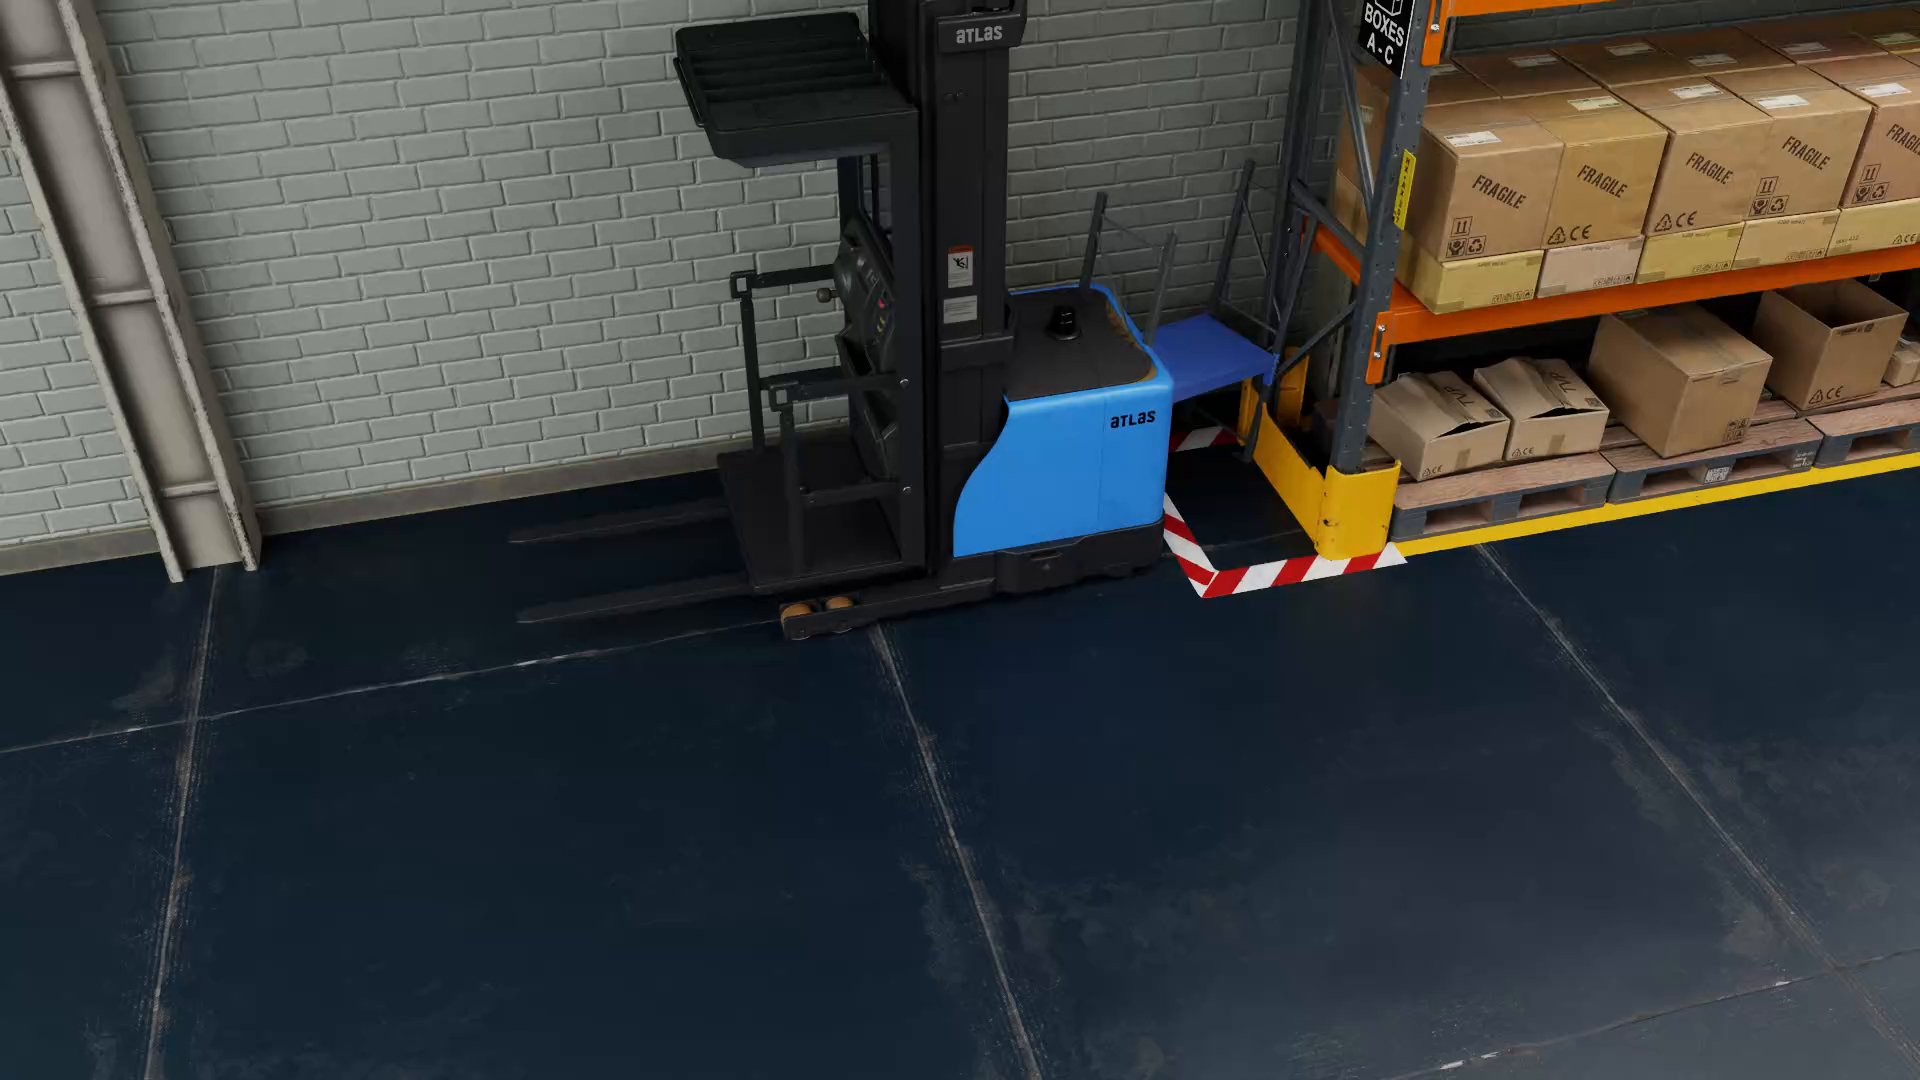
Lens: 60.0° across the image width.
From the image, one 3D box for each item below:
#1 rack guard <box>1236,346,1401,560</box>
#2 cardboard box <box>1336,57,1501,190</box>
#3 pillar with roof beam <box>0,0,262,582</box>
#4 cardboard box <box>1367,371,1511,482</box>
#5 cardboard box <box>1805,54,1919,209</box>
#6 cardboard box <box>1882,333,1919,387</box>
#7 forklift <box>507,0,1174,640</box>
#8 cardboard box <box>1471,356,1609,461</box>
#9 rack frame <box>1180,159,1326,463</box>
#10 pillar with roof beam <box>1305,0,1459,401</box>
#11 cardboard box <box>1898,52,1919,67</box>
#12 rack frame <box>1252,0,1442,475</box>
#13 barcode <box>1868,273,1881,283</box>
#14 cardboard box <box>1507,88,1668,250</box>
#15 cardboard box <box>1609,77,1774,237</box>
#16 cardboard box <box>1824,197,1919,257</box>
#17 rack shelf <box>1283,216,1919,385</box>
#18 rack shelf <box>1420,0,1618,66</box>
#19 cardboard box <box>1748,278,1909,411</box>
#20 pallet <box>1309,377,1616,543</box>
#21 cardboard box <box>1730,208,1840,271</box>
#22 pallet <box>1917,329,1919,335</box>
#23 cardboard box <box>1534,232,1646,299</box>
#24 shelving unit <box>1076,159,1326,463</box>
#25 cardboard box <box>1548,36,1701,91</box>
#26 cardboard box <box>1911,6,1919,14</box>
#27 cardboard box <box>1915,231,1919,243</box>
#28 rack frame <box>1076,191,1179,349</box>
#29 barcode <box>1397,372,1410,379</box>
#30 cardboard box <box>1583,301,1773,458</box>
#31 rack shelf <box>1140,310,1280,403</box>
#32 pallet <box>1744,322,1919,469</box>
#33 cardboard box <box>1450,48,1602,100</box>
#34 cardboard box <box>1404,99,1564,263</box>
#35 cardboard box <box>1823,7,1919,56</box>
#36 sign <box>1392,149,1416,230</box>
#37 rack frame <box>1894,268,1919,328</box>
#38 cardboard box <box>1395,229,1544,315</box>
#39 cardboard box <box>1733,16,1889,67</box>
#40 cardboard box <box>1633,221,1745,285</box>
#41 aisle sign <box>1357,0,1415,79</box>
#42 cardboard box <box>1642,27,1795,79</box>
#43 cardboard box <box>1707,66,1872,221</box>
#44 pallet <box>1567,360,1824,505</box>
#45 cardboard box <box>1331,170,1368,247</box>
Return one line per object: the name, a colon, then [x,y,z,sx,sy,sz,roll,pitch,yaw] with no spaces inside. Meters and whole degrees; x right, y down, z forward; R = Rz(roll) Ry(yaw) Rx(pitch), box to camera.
rack guard: [1.790,-0.460,8.419,0.348,0.500,1.175,-9,38,-12]
cardboard box: [2.116,-1.886,7.716,0.500,0.500,0.500,-10,38,-12]
pillar with roof beam: [-2.503,-0.966,2.086,0.400,9.000,9.100,-9,38,-12]
cardboard box: [2.408,-0.604,8.402,0.500,0.311,0.500,-14,39,-17]
cardboard box: [4.233,-1.909,7.745,0.500,0.500,0.500,-10,39,-13]
cardboard box: [5.069,-1.022,9.066,0.250,0.166,0.380,-14,40,-18]
forklift: [-0.600,-1.063,7.206,3.031,2.935,1.130,-10,38,-12]
cardboard box: [2.958,-0.695,8.520,0.500,0.311,0.500,-6,38,-8]
rack frame: [1.472,-1.143,8.484,0.032,1.500,0.500,-20,44,-35]
pillar with roof beam: [3.289,-1.917,3.329,0.400,9.000,9.100,-9,38,-12]
cardboard box: [4.722,-1.982,7.841,0.500,0.500,0.500,-10,38,-12]
rack frame: [1.716,-1.441,7.644,0.127,3.000,1.000,-9,38,-12]
barcode: [4.994,-1.439,9.073,0.075,0.075,0.001,-9,38,-12]
cardboard box: [2.735,-1.659,7.419,0.500,0.500,0.500,-9,38,-12]
cardboard box: [3.236,-1.737,7.521,0.500,0.500,0.500,-11,39,-13]
cardboard box: [4.235,-1.607,7.969,0.500,0.250,0.500,-10,38,-12]
rack shelf: [3.647,-1.472,8.277,4.000,0.370,1.077,-9,38,-12]
rack shelf: [3.647,-2.663,7.365,4.000,0.370,1.077,-9,38,-12]
cardboard box: [4.586,-1.069,8.853,0.500,0.500,0.500,-12,39,-15]
pallet: [2.583,-0.453,8.648,1.213,0.211,1.003,-9,38,-12]
cardboard box: [3.750,-1.527,7.864,0.500,0.250,0.500,-9,38,-12]
pallet: [6.329,-1.091,9.482,1.213,0.211,1.003,-9,38,-12]
cardboard box: [2.768,-1.371,7.660,0.500,0.250,0.500,-10,39,-13]
shelving unit: [1.083,-1.001,8.189,1.048,1.500,0.538,-20,44,-35]
cardboard box: [3.103,-2.045,7.923,0.500,0.500,0.500,-10,39,-13]
cardboard box: [5.070,-2.369,8.347,0.500,0.500,0.500,-10,39,-13]
cardboard box: [4.717,-1.696,8.085,0.500,0.250,0.500,-9,38,-12]
rack frame: [0.693,-0.860,7.894,0.032,1.500,0.500,-20,44,-35]
barcode: [2.321,-0.846,8.709,0.075,0.075,0.001,-9,38,-12]
cardboard box: [3.679,-0.857,8.576,0.500,0.500,0.700,-12,39,-15]
rack shelf: [1.058,-0.856,8.292,1.000,0.185,0.538,-20,44,-35]
pallet: [4.939,-0.840,9.153,1.213,0.211,1.003,-9,38,-12]
cardboard box: [2.605,-1.960,7.813,0.500,0.500,0.500,-9,38,-11]
cardboard box: [2.256,-1.586,7.324,0.500,0.500,0.500,-9,38,-12]
cardboard box: [4.569,-2.289,8.243,0.500,0.500,0.500,-10,38,-12]
sign: [1.858,-1.466,6.965,0.005,0.325,0.100,-9,38,-12]
rack frame: [5.578,-2.074,8.472,0.127,3.000,1.000,-9,38,-12]
cardboard box: [2.270,-1.280,7.541,0.500,0.250,0.500,-10,39,-13]
cardboard box: [4.087,-2.213,8.144,0.500,0.500,0.500,-8,38,-11]
cardboard box: [3.261,-1.448,7.761,0.500,0.250,0.500,-10,39,-13]
aisle sign: [1.725,-2.286,6.609,0.004,0.787,0.394,-9,38,-12]
cardboard box: [3.589,-2.125,8.028,0.500,0.500,0.500,-9,38,-11]
cardboard box: [3.731,-1.826,7.637,0.500,0.500,0.500,-8,38,-11]
pallet: [3.759,-0.644,8.898,1.213,0.211,1.003,-9,38,-12]
cardboard box: [2.117,-1.577,7.929,0.500,0.250,0.500,-9,38,-11]
